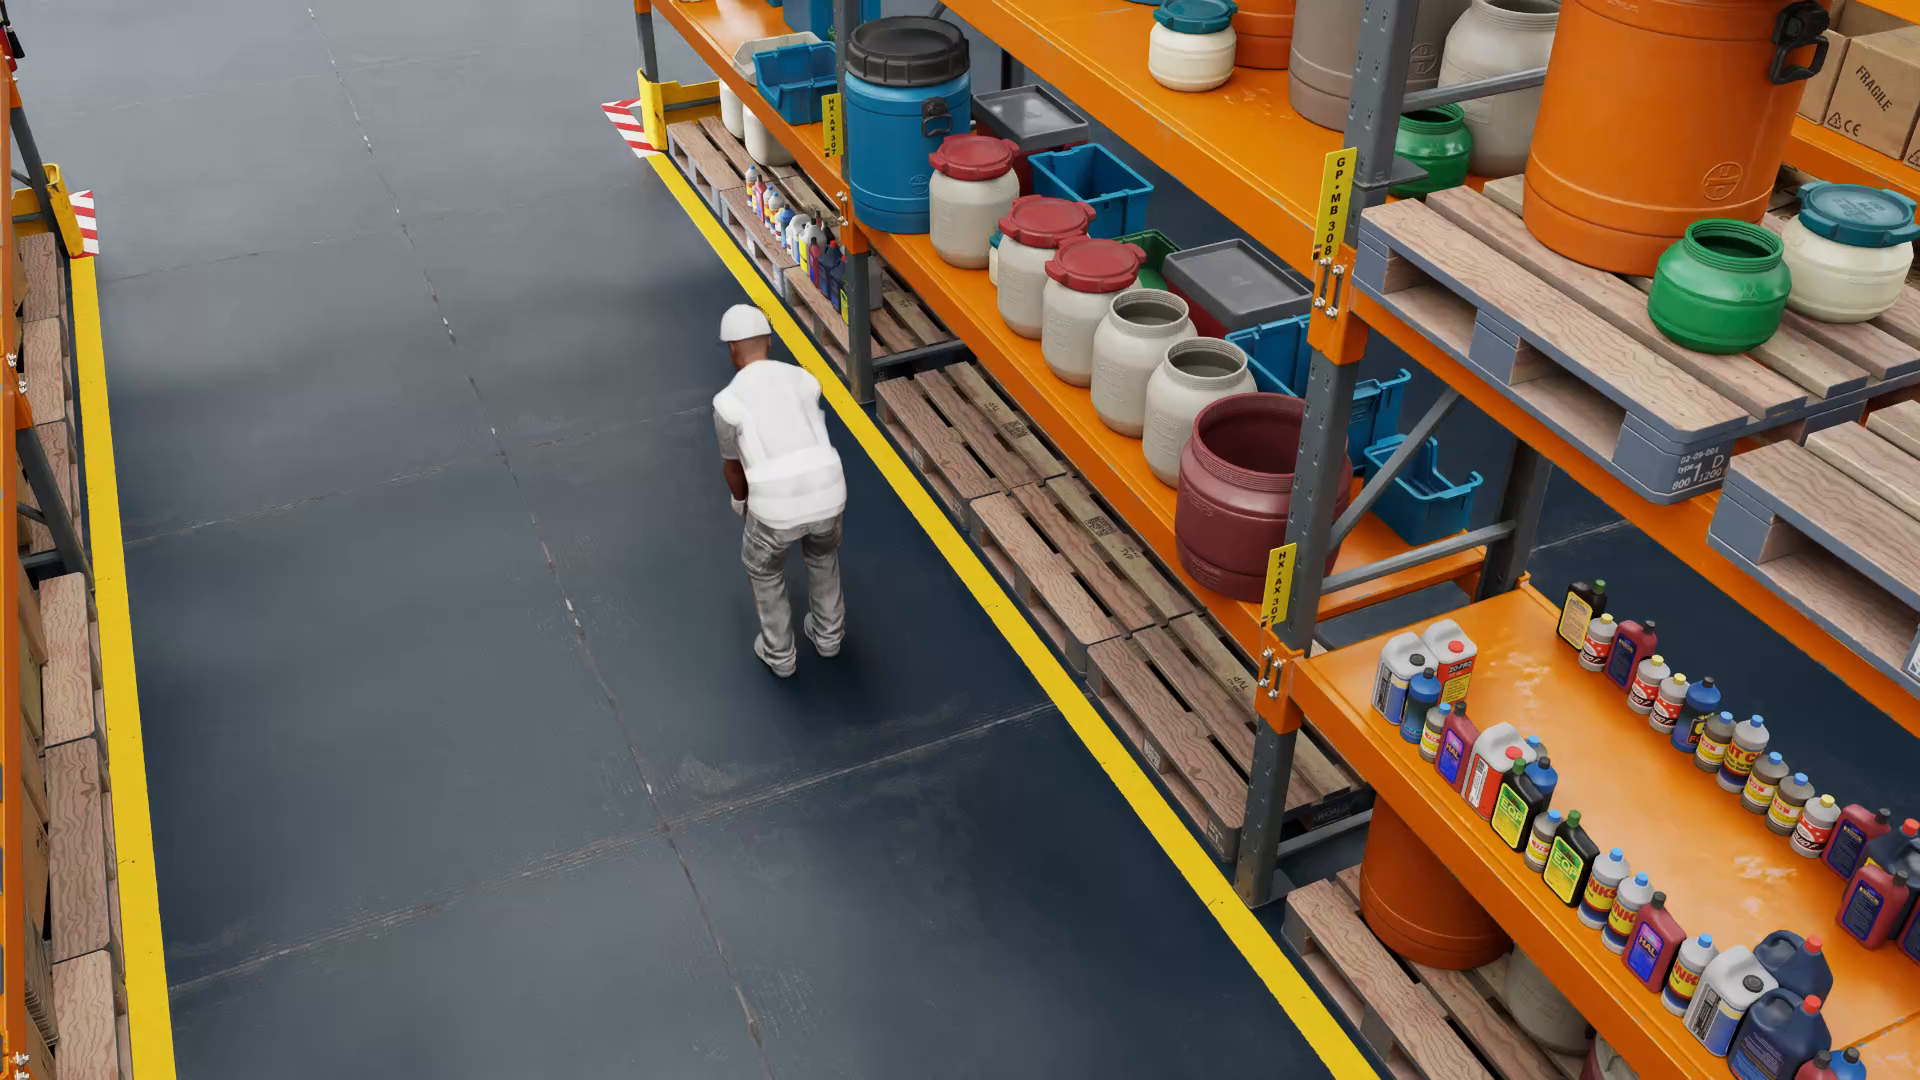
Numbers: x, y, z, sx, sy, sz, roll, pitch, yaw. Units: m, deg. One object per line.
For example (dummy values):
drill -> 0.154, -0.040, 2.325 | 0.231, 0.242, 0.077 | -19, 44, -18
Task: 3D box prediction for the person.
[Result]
person -> -0.795, -0.202, 7.255 | 0.471, 1.605, 0.774 | -16, 40, -21
